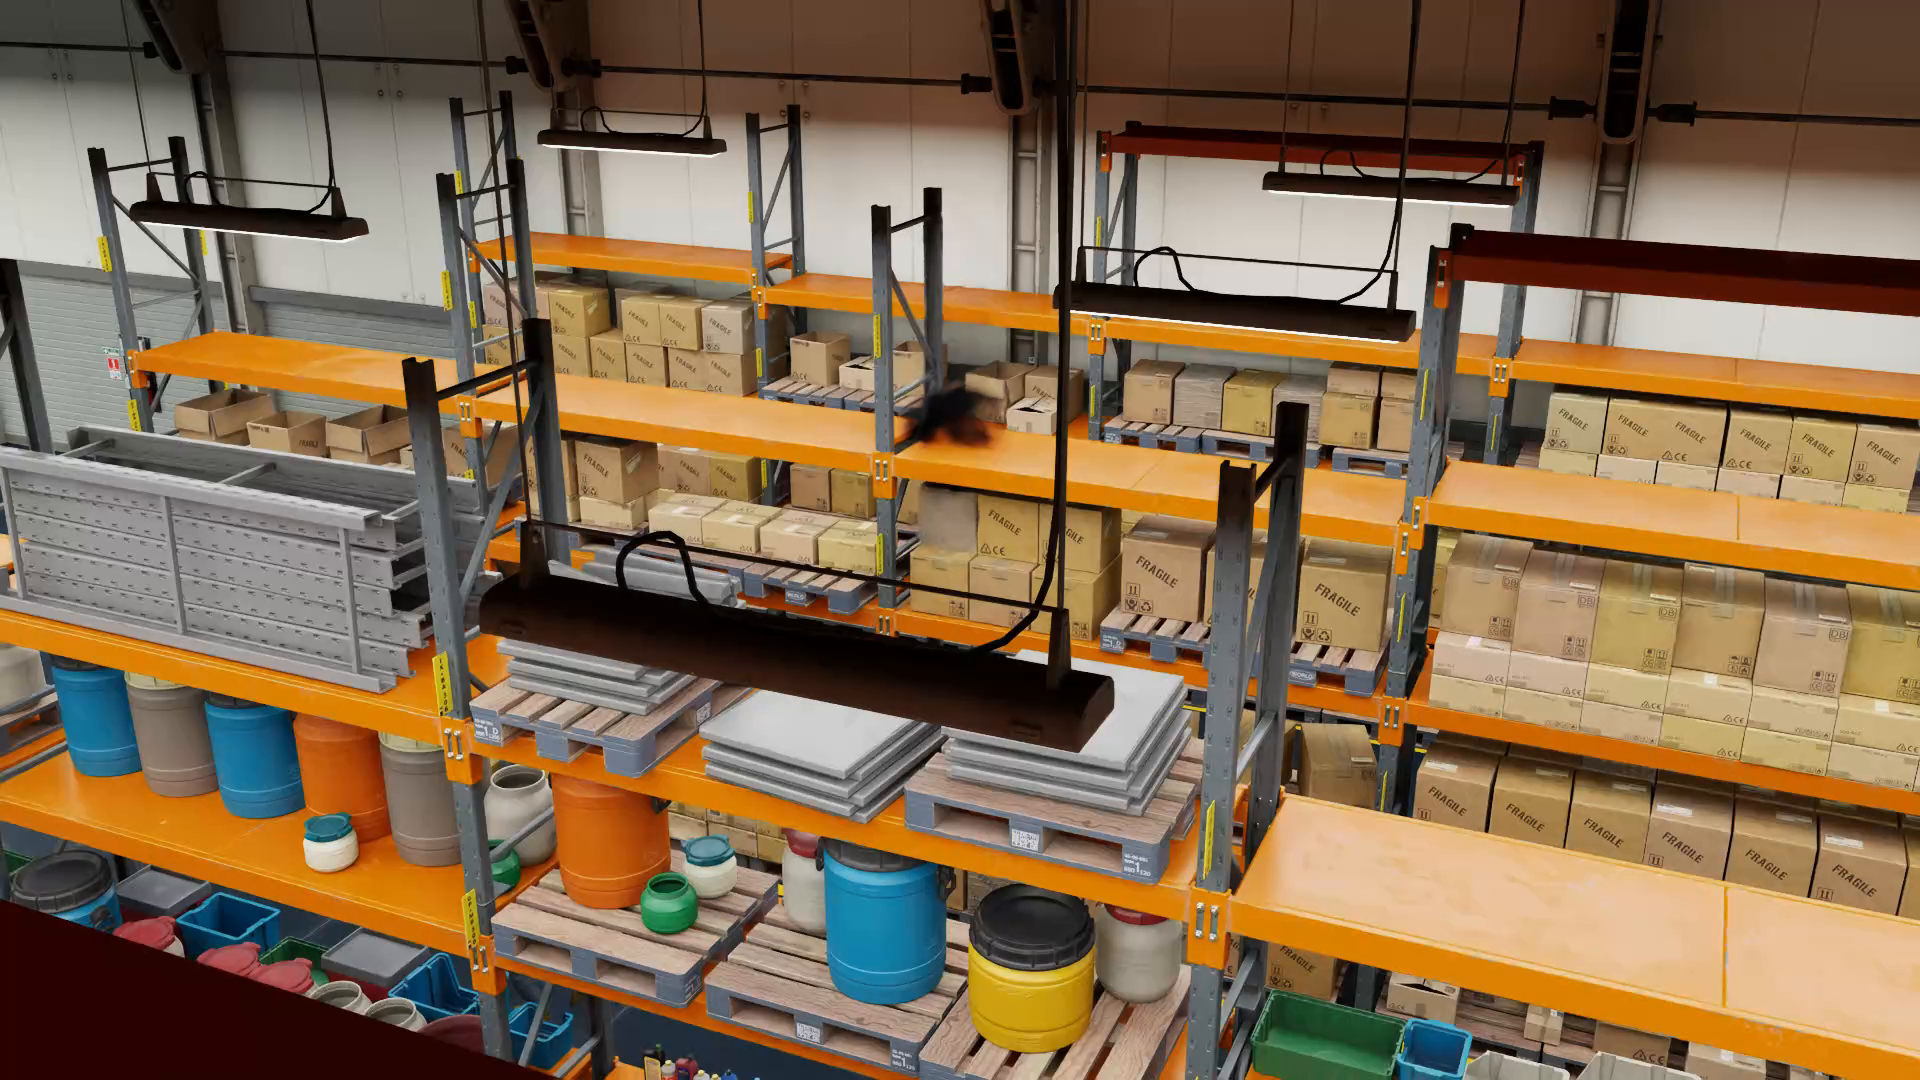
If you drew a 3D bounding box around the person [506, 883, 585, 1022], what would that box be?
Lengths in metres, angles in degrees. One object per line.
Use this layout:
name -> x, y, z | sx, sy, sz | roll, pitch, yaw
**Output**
person -> -3.044, 2.790, 12.040 | 0.650, 1.714, 0.707 | 9, 22, 22
